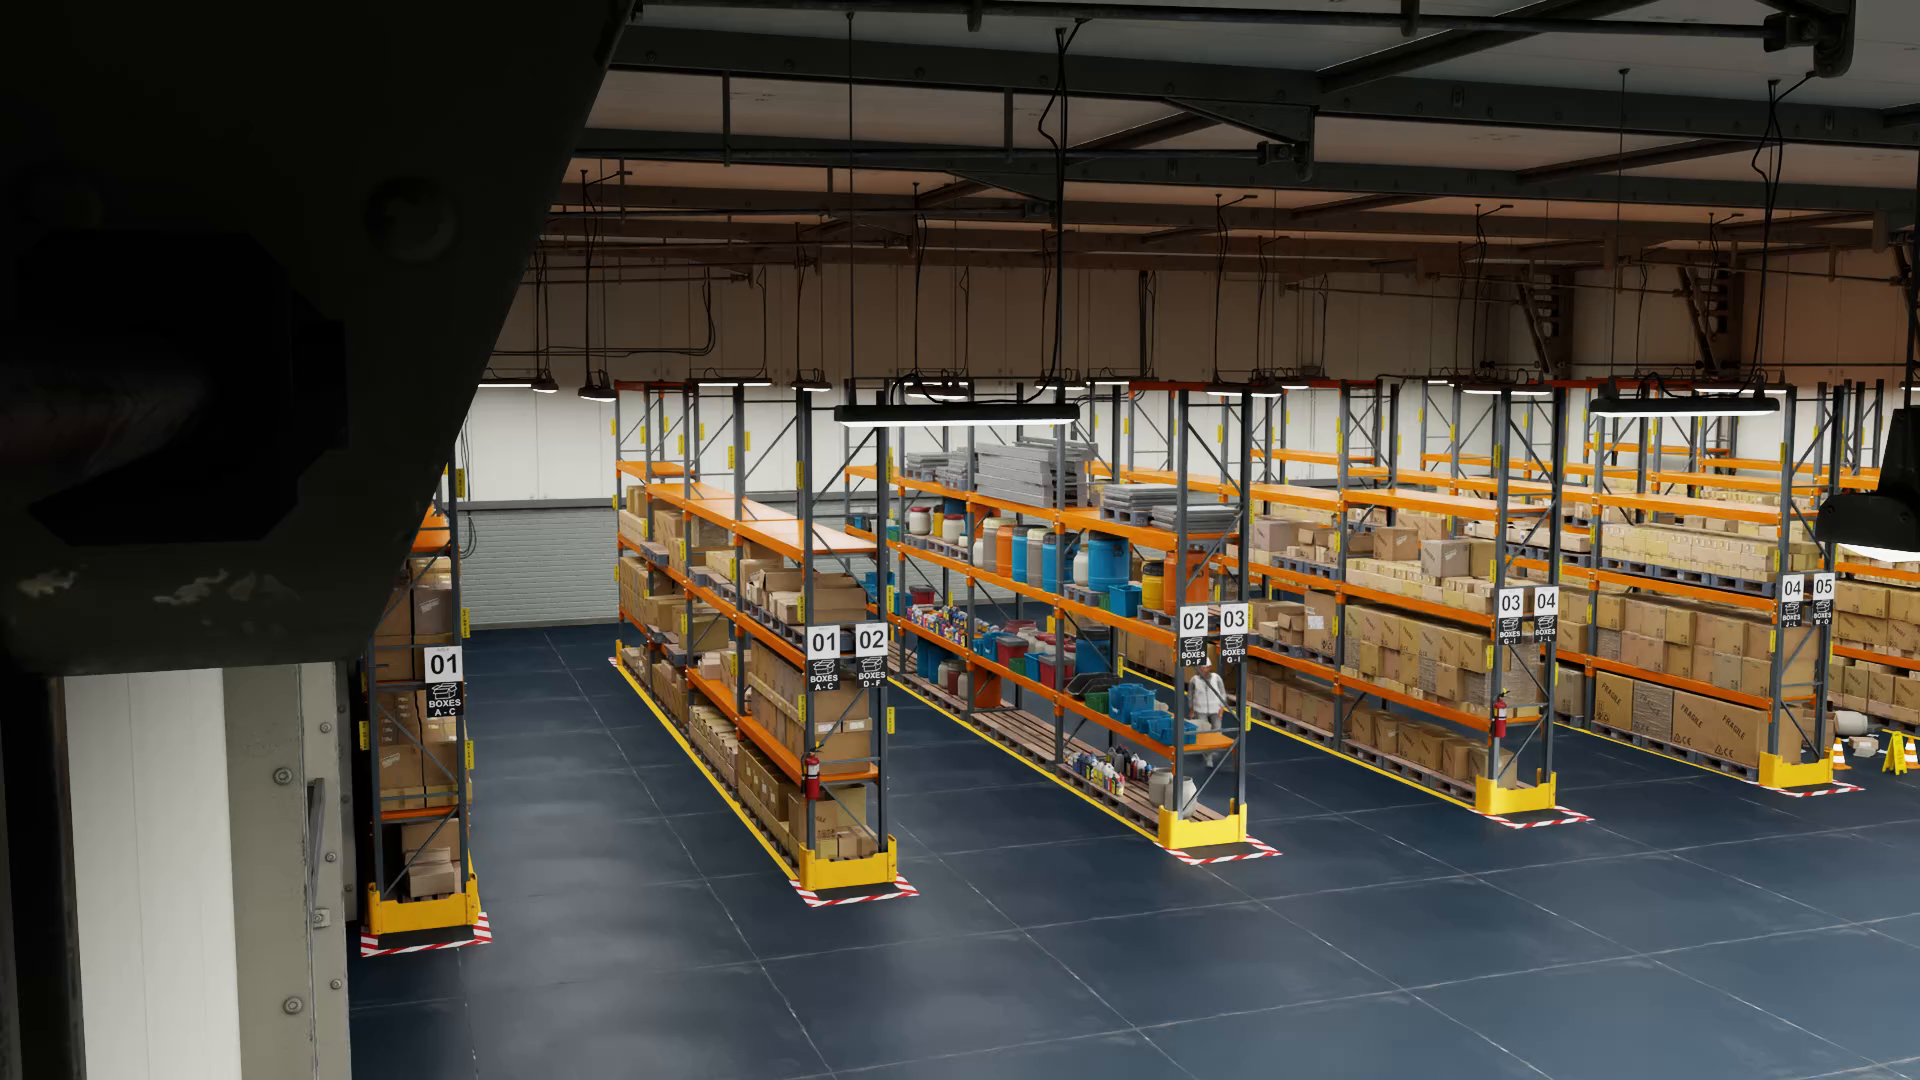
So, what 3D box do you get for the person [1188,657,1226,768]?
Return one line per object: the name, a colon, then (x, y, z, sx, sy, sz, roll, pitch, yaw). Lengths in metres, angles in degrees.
person: (3.905, 2.692, 26.330, 0.593, 1.745, 0.629, 0, 6, 2)
